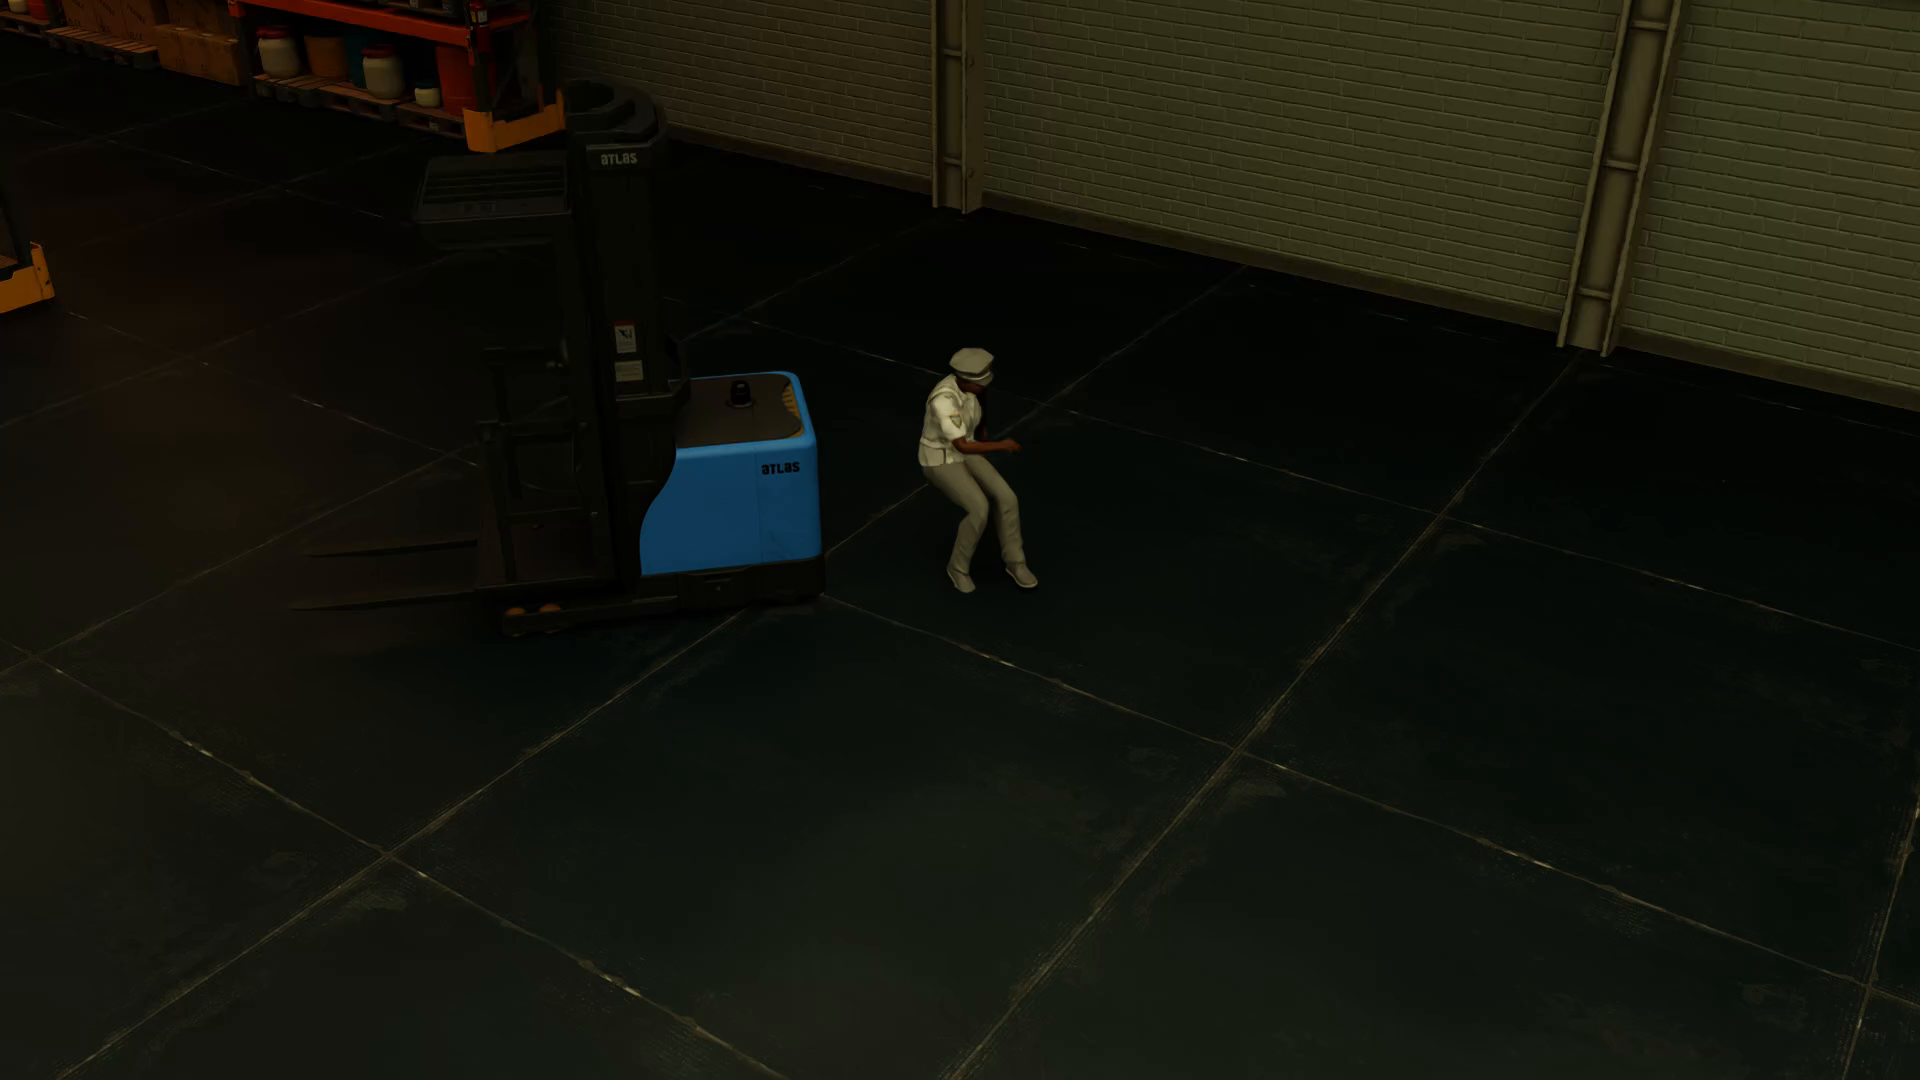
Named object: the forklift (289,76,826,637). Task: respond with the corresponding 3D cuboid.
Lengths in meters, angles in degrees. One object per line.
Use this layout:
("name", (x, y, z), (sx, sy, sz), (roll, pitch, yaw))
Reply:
("forklift", (-2.368, -1.000, 9.304), (3.031, 2.935, 1.130), (-6, 31, -10))

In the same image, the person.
("person", (0.177, -0.454, 9.977), (0.882, 1.438, 0.850), (18, 35, 28))
